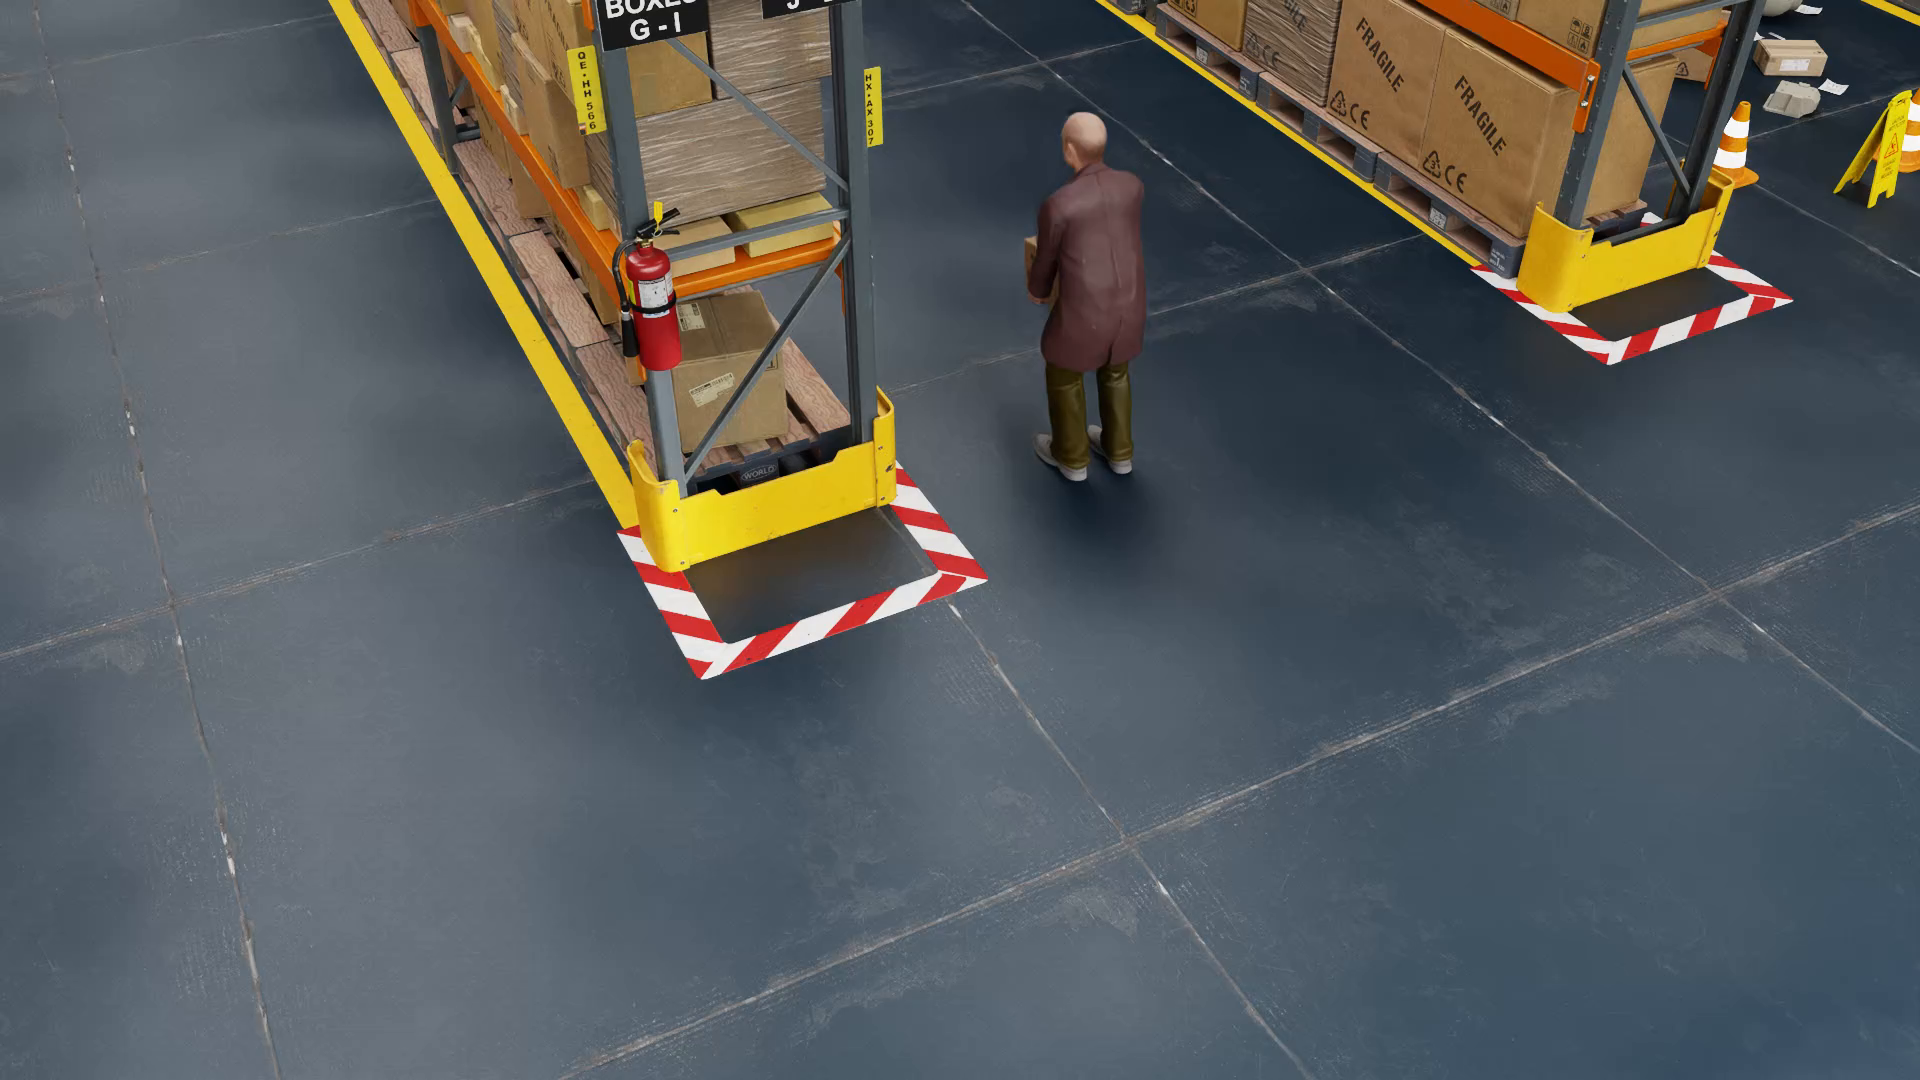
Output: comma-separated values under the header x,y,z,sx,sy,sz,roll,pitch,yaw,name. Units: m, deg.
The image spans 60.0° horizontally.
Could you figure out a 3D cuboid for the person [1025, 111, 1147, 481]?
x,y,z,sx,sy,sz,roll,pitch,yaw,name
0.560,-1.084,7.448,0.529,1.760,0.592,-20,45,-22,person
